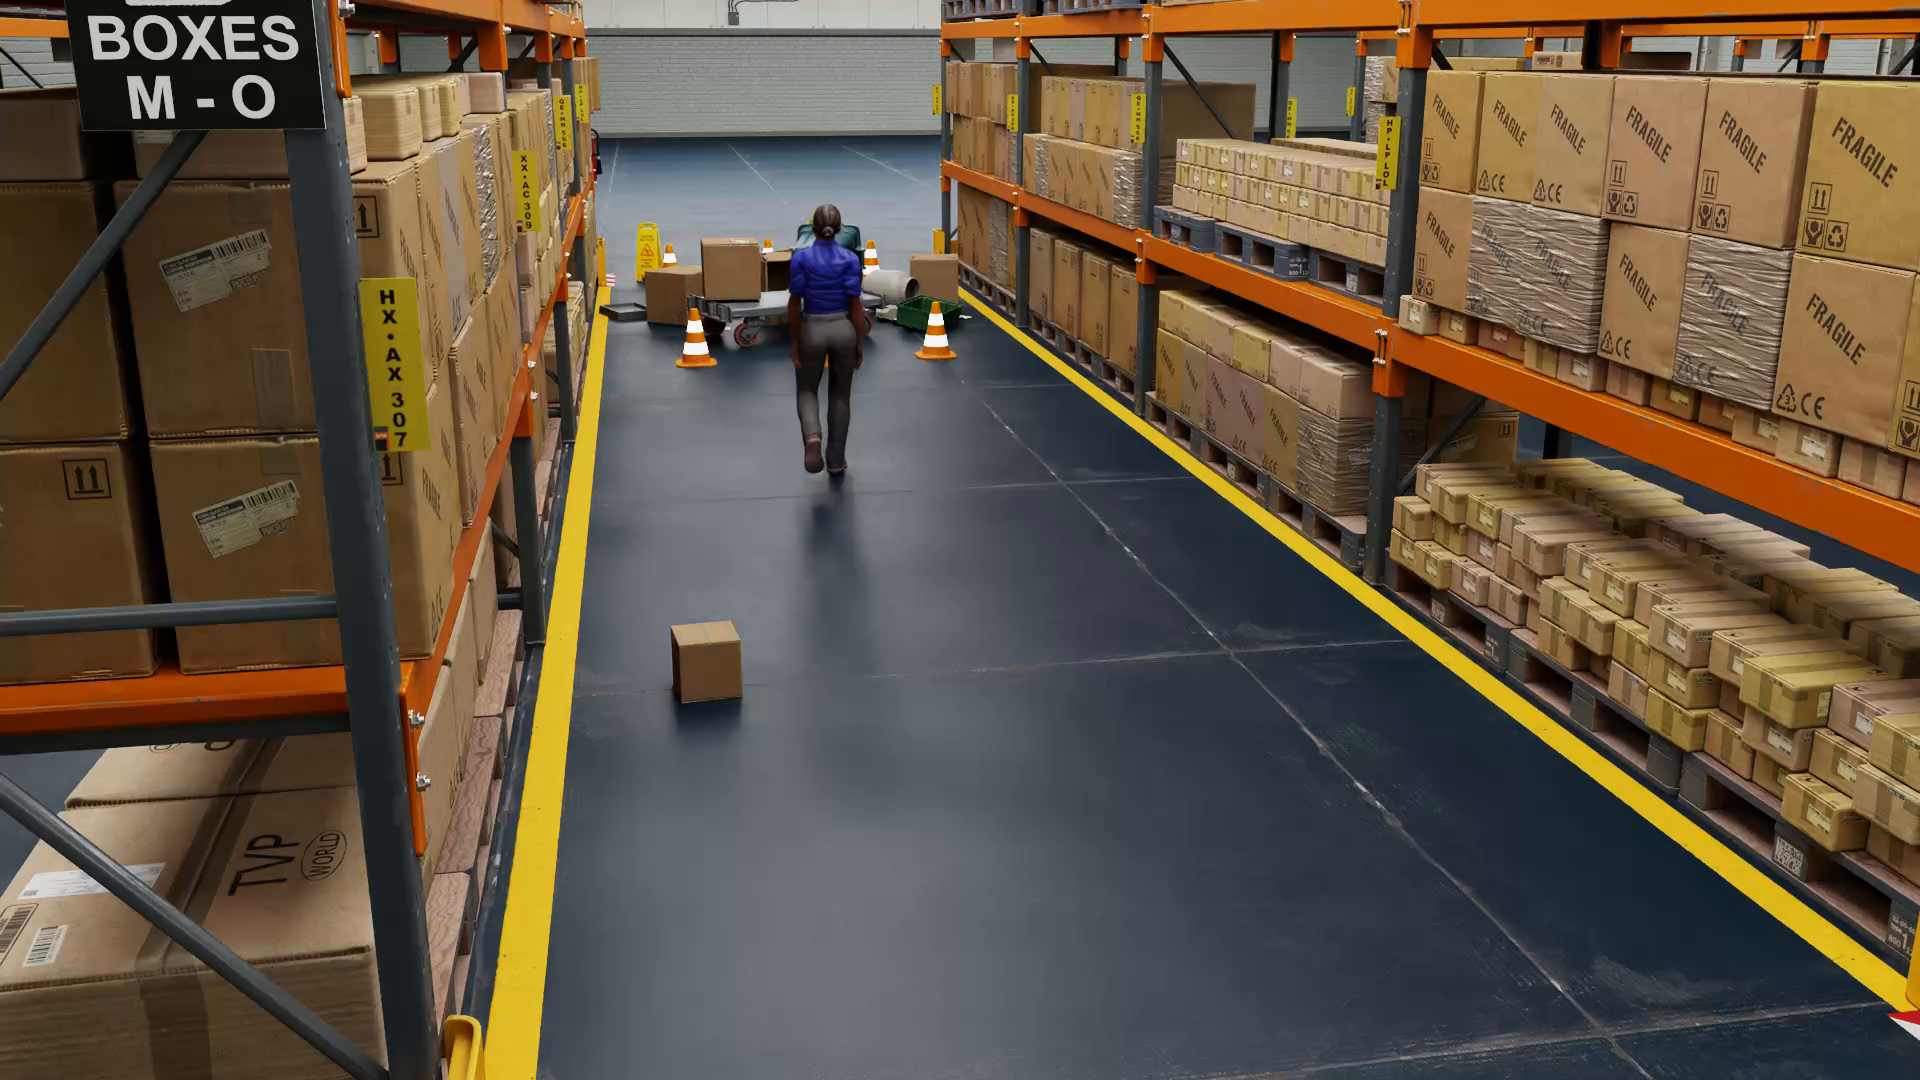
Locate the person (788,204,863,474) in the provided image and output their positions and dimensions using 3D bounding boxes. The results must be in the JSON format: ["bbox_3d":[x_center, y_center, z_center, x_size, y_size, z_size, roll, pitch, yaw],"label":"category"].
[{"bbox_3d":[-0.806,-1.189,9.999,0.446,1.642,0.566,-1,17,-4],"label":"person"}]
